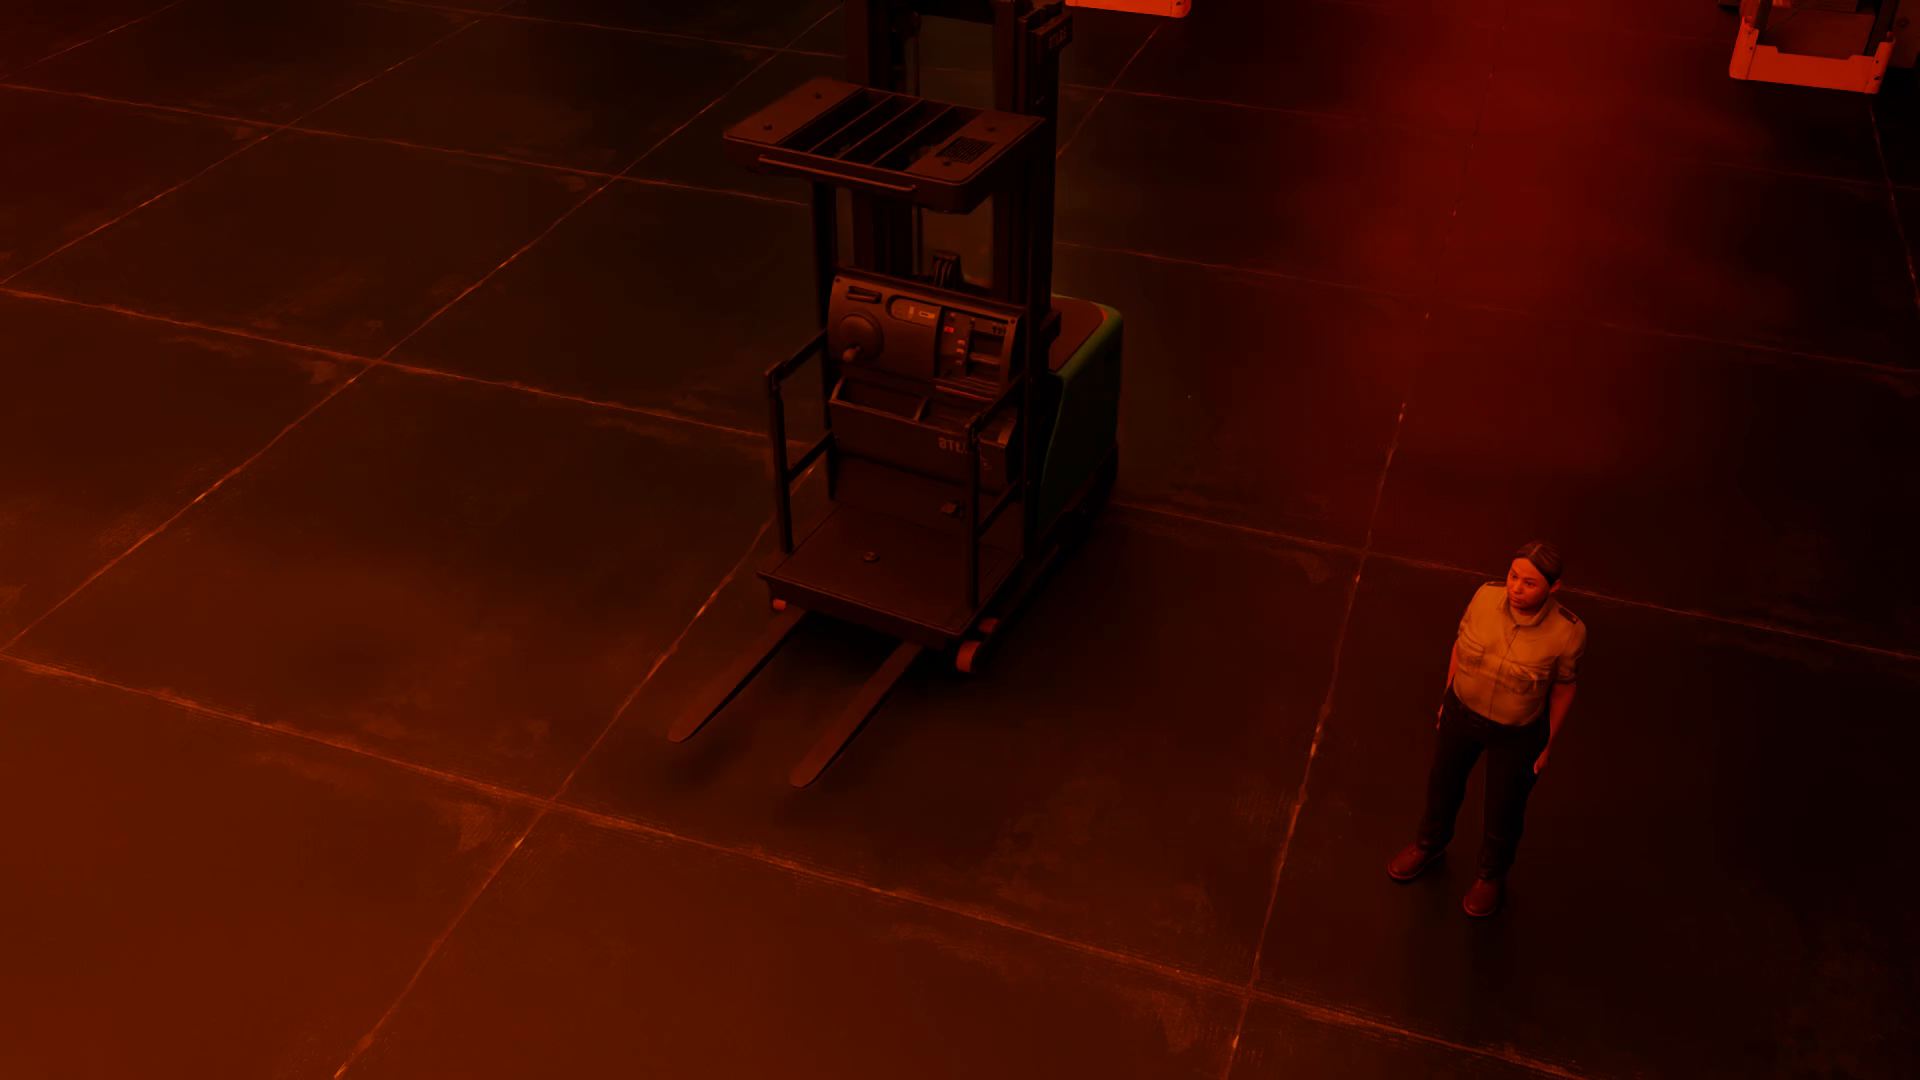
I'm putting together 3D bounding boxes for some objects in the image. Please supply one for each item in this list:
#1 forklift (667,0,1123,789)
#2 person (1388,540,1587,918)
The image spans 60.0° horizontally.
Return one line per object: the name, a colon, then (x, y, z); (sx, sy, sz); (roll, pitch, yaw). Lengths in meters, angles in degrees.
forklift: (-0.268, -0.862, 7.327); (1.130, 2.935, 3.031); (16, 38, 22)
person: (2.003, 0.693, 6.247); (0.481, 1.653, 0.355); (26, 43, 31)
